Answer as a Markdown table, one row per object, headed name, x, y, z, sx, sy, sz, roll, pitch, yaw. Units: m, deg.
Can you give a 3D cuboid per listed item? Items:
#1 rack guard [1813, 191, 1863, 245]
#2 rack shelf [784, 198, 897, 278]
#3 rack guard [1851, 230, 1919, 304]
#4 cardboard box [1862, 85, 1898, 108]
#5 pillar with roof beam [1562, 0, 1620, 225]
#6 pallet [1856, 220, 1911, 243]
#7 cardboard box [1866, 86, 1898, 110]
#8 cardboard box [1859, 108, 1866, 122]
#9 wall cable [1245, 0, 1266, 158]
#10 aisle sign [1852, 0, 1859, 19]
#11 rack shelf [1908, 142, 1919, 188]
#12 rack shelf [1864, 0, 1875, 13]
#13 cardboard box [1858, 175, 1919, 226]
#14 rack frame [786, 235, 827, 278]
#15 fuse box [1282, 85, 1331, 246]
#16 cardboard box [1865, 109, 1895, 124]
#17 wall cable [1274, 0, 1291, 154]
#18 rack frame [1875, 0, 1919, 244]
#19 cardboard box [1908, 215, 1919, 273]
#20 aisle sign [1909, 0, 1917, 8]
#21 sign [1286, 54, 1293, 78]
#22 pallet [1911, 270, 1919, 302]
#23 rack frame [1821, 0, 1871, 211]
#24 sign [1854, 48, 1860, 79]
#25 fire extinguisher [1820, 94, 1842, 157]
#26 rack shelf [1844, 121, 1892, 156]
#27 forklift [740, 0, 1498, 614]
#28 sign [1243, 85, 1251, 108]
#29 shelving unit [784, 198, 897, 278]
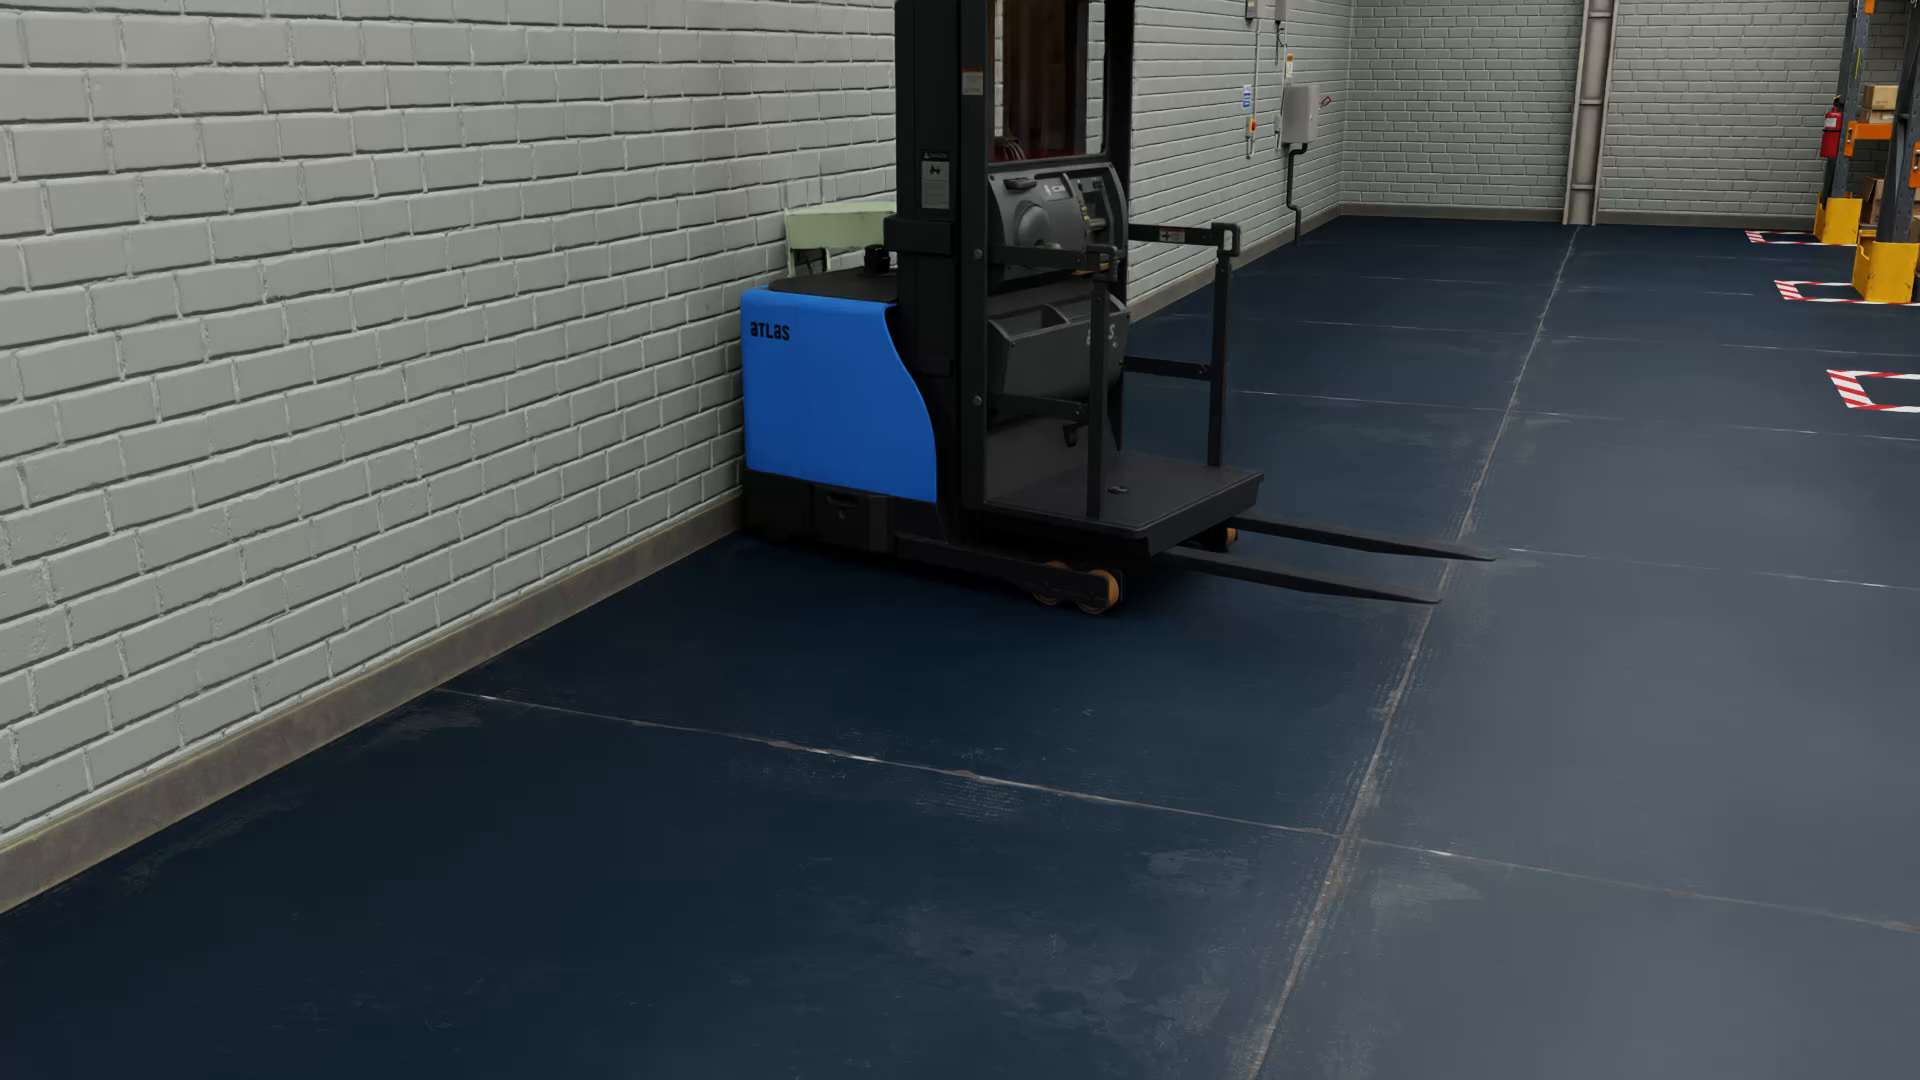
| name | x | y | z | sx | sy | sz | roll | pitch | yaw |
| --- | --- | --- | --- | --- | --- | --- | --- | --- | --- |
| rack guard | 9.995 | -3.679 | 18.950 | 0.348 | 0.500 | 1.175 | 6 | 17 | 21 |
| rack shelf | -0.380 | -1.363 | 7.598 | 0.720 | 0.370 | 0.431 | 3 | 18 | 21 |
| rack guard | 8.084 | -2.401 | 14.549 | 0.348 | 0.500 | 1.175 | 6 | 17 | 21 |
| cardboard box | 10.450 | -4.980 | 18.682 | 0.500 | 0.250 | 0.500 | 7 | 18 | 22 |
| pillar with roof beam | 6.167 | -7.161 | 15.701 | 0.400 | 9.000 | 9.100 | 6 | 17 | 21 |
| pallet | 10.737 | -3.459 | 18.710 | 1.213 | 0.211 | 1.003 | 6 | 17 | 21 |
| cardboard box | 10.248 | -4.842 | 18.207 | 0.500 | 0.250 | 0.500 | 6 | 17 | 21 |
| cardboard box | 10.331 | -4.802 | 18.786 | 0.250 | 0.149 | 0.380 | 6 | 17 | 20 |
| wall cable | 2.853 | -4.673 | 16.012 | 0.123 | 1.953 | 0.585 | 6 | 17 | 21 |
| aisle sign | 9.753 | -6.066 | 18.027 | 0.004 | 0.787 | 0.394 | 6 | 17 | 21 |
| rack shelf | 9.967 | -3.049 | 13.588 | 4.000 | 0.370 | 1.077 | 6 | 17 | 21 |
| rack shelf | 11.785 | -5.778 | 17.605 | 4.000 | 0.370 | 1.077 | 6 | 17 | 21 |
| cardboard box | 10.459 | -3.803 | 18.617 | 0.637 | 0.503 | 0.797 | 6 | 17 | 18 |
| rack frame | -0.693 | -1.007 | 7.845 | 0.023 | 1.500 | 0.400 | 3 | 18 | 21 |
| fuse box | 3.759 | -4.081 | 18.163 | 0.414 | 1.711 | 0.539 | 6 | 17 | 21 |
| cardboard box | 10.130 | -4.662 | 18.302 | 0.250 | 0.149 | 0.380 | 6 | 17 | 20 |
| wall cable | 3.362 | -5.027 | 17.288 | 0.122 | 1.984 | 0.588 | 6 | 17 | 21 |
| rack frame | 8.107 | -3.599 | 14.192 | 0.127 | 3.000 | 1.000 | 6 | 17 | 21 |
| cardboard box | 8.757 | -2.529 | 14.348 | 0.875 | 0.438 | 0.875 | 6 | 17 | 19 |
| aisle sign | 8.154 | -4.936 | 14.132 | 0.004 | 0.787 | 0.394 | 6 | 17 | 21 |
| sign | 3.546 | -5.104 | 17.892 | 0.001 | 0.242 | 0.339 | 6 | 17 | 21 |
| pallet | 8.879 | -2.199 | 14.369 | 1.213 | 0.211 | 1.003 | 6 | 17 | 21 |
| rack frame | 9.924 | -4.887 | 18.628 | 0.127 | 3.000 | 1.000 | 6 | 17 | 21 |
| sign | 9.726 | -5.162 | 18.022 | 0.005 | 0.325 | 0.100 | 6 | 17 | 21 |
| fire extinguisher | 9.618 | -4.566 | 18.330 | 0.183 | 0.674 | 0.296 | 6 | 17 | 21 |
| rack shelf | 11.785 | -4.337 | 18.023 | 4.000 | 0.370 | 1.077 | 6 | 17 | 21 |
| forklift | 0.565 | -1.298 | 6.389 | 3.031 | 2.935 | 1.130 | 11 | 19 | 33 |
| sign | 2.778 | -4.294 | 16.099 | 0.001 | 0.218 | 0.327 | 6 | 17 | 21 |
| shelving unit | -0.352 | -0.991 | 7.712 | 0.755 | 1.500 | 0.431 | 3 | 18 | 21 |
